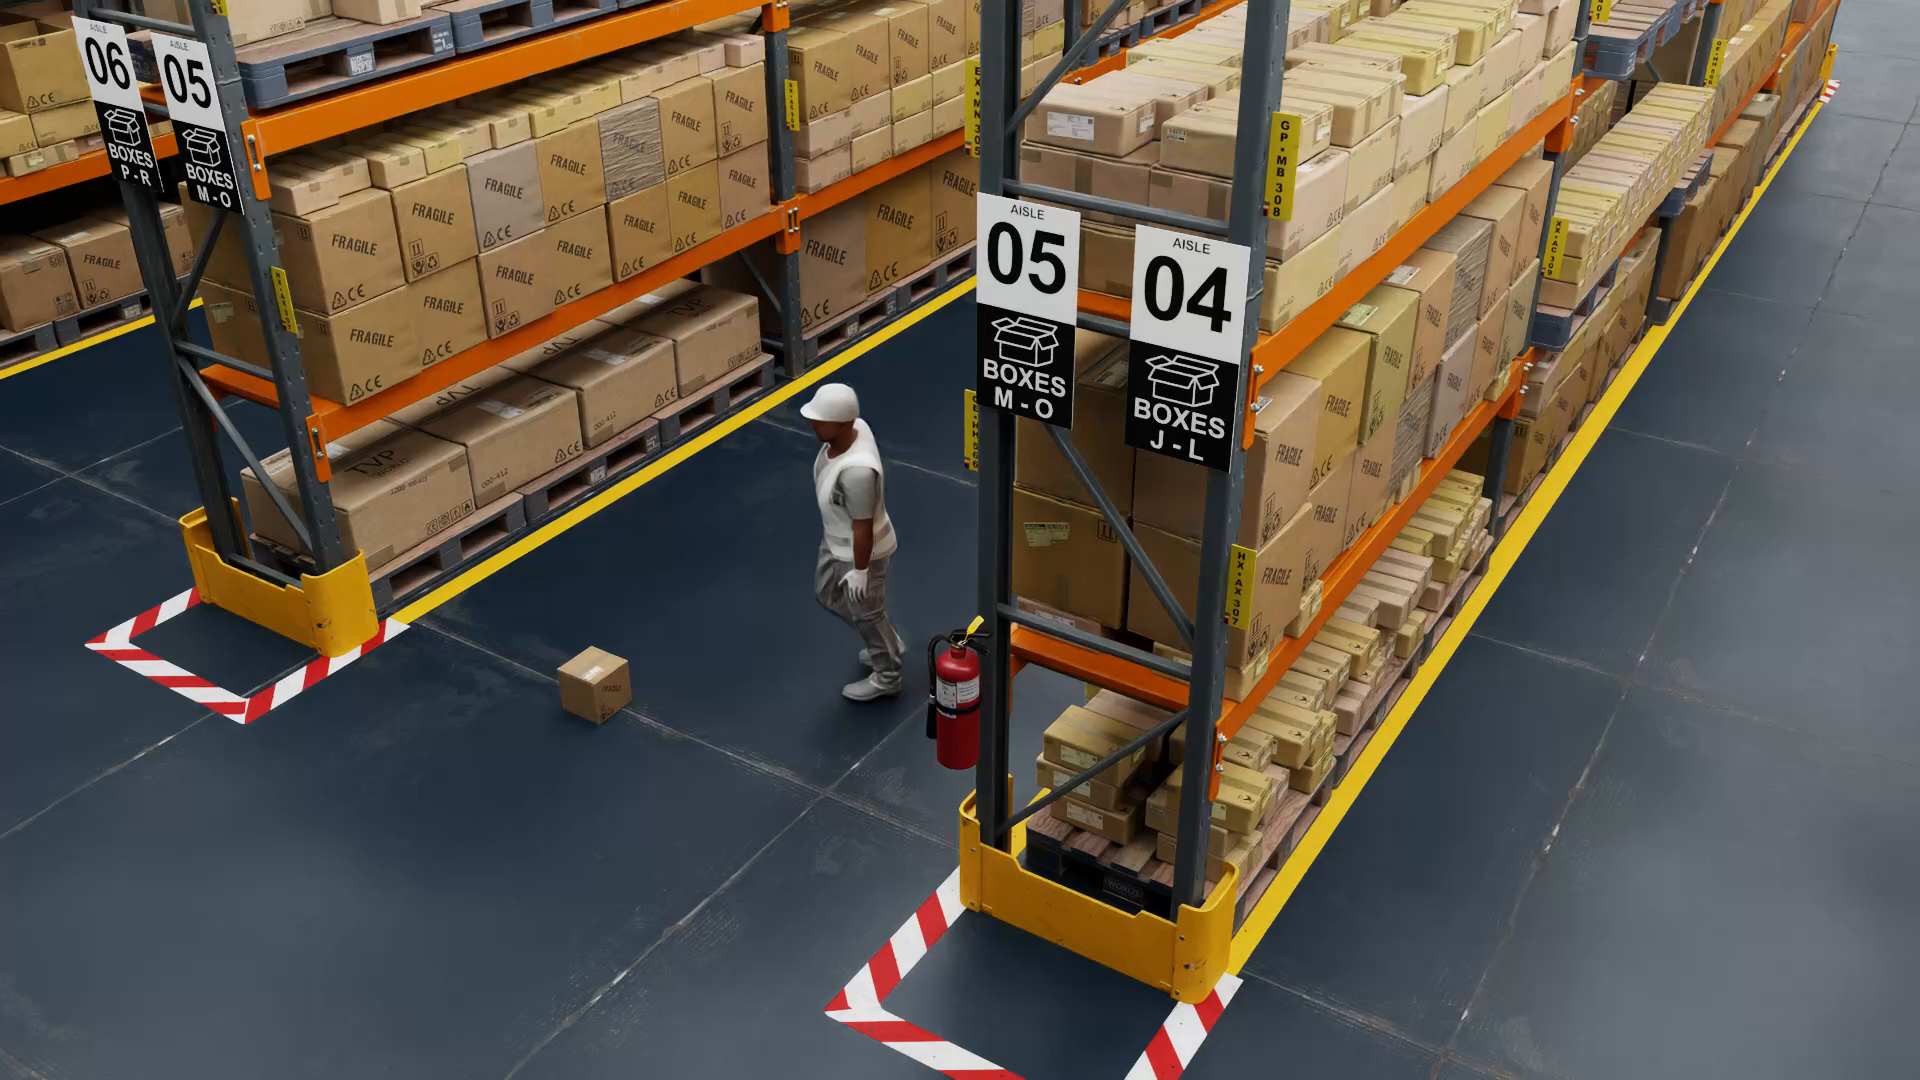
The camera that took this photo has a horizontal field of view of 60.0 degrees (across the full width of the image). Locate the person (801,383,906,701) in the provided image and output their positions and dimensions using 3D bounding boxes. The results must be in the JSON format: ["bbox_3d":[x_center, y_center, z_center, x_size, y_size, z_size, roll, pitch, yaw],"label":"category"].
[{"bbox_3d":[-0.496,0.024,8.096,0.506,1.771,0.592,-8,31,-14],"label":"person"}]
